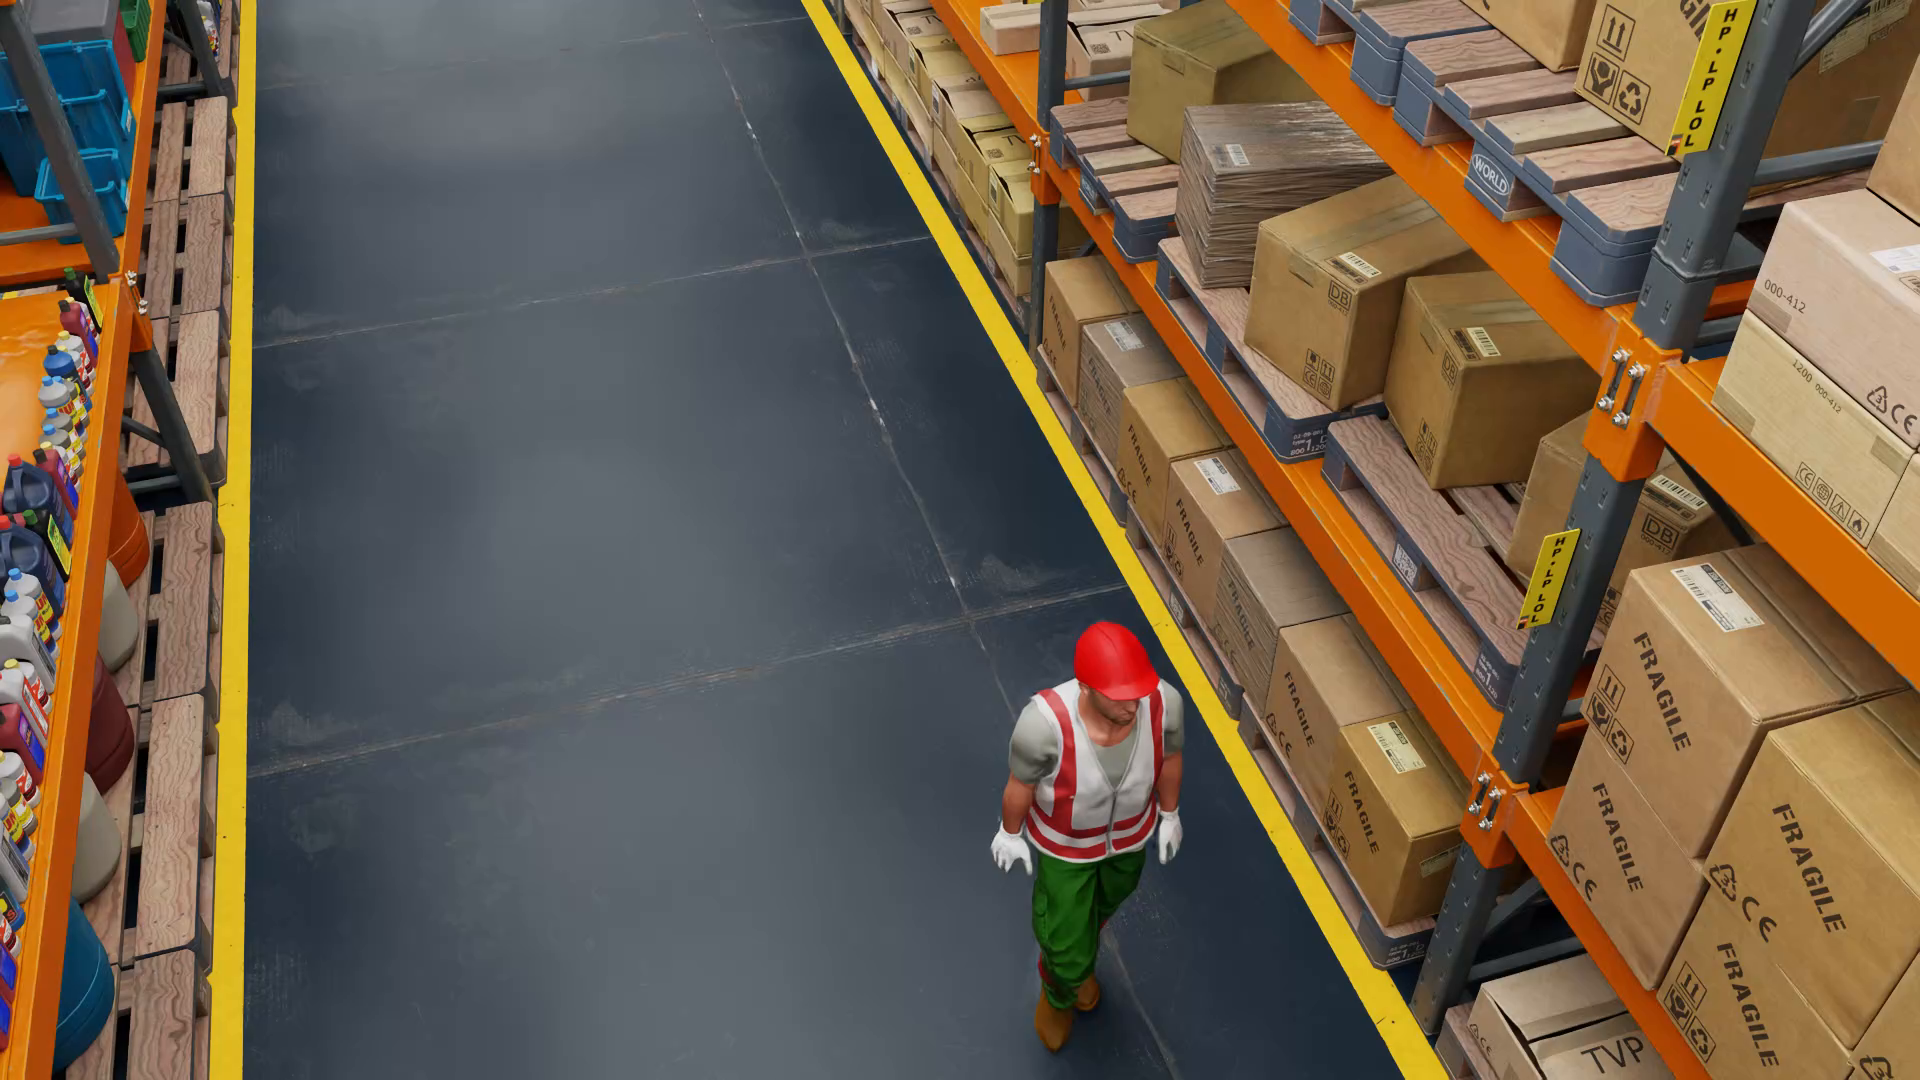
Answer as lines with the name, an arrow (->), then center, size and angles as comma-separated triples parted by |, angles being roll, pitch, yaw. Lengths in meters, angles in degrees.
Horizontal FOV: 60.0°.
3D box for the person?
person -> 0.413, 0.928, 5.088 | 0.590, 1.819, 0.504 | -14, 44, -15
